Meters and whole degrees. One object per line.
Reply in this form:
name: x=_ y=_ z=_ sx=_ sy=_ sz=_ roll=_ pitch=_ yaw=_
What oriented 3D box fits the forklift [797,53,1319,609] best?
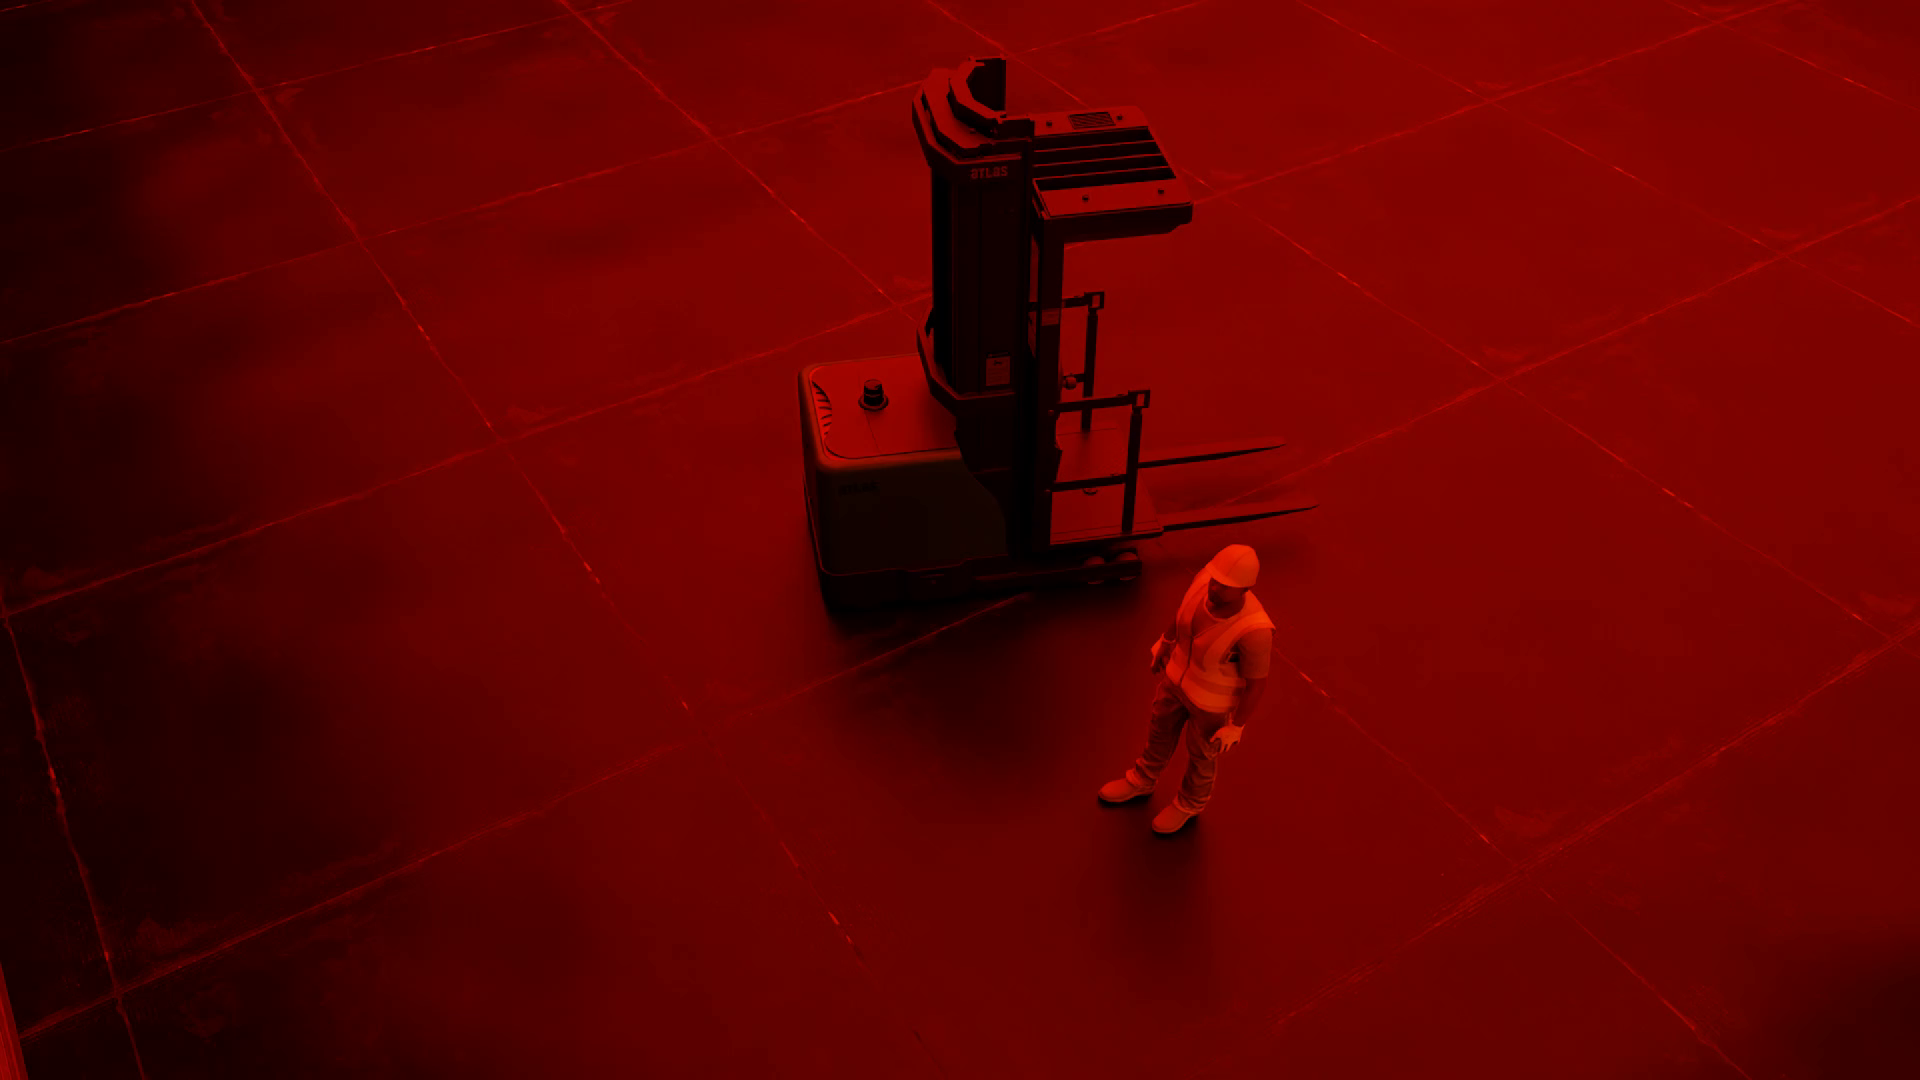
forklift: x=0.614 y=-1.179 z=9.221 sx=3.031 sy=2.935 sz=1.130 roll=-7 pitch=42 yaw=-8

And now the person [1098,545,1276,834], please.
person: x=1.094 y=0.725 z=7.903 sx=0.579 sy=1.781 sz=0.656 roll=-20 pitch=45 yaw=-21
